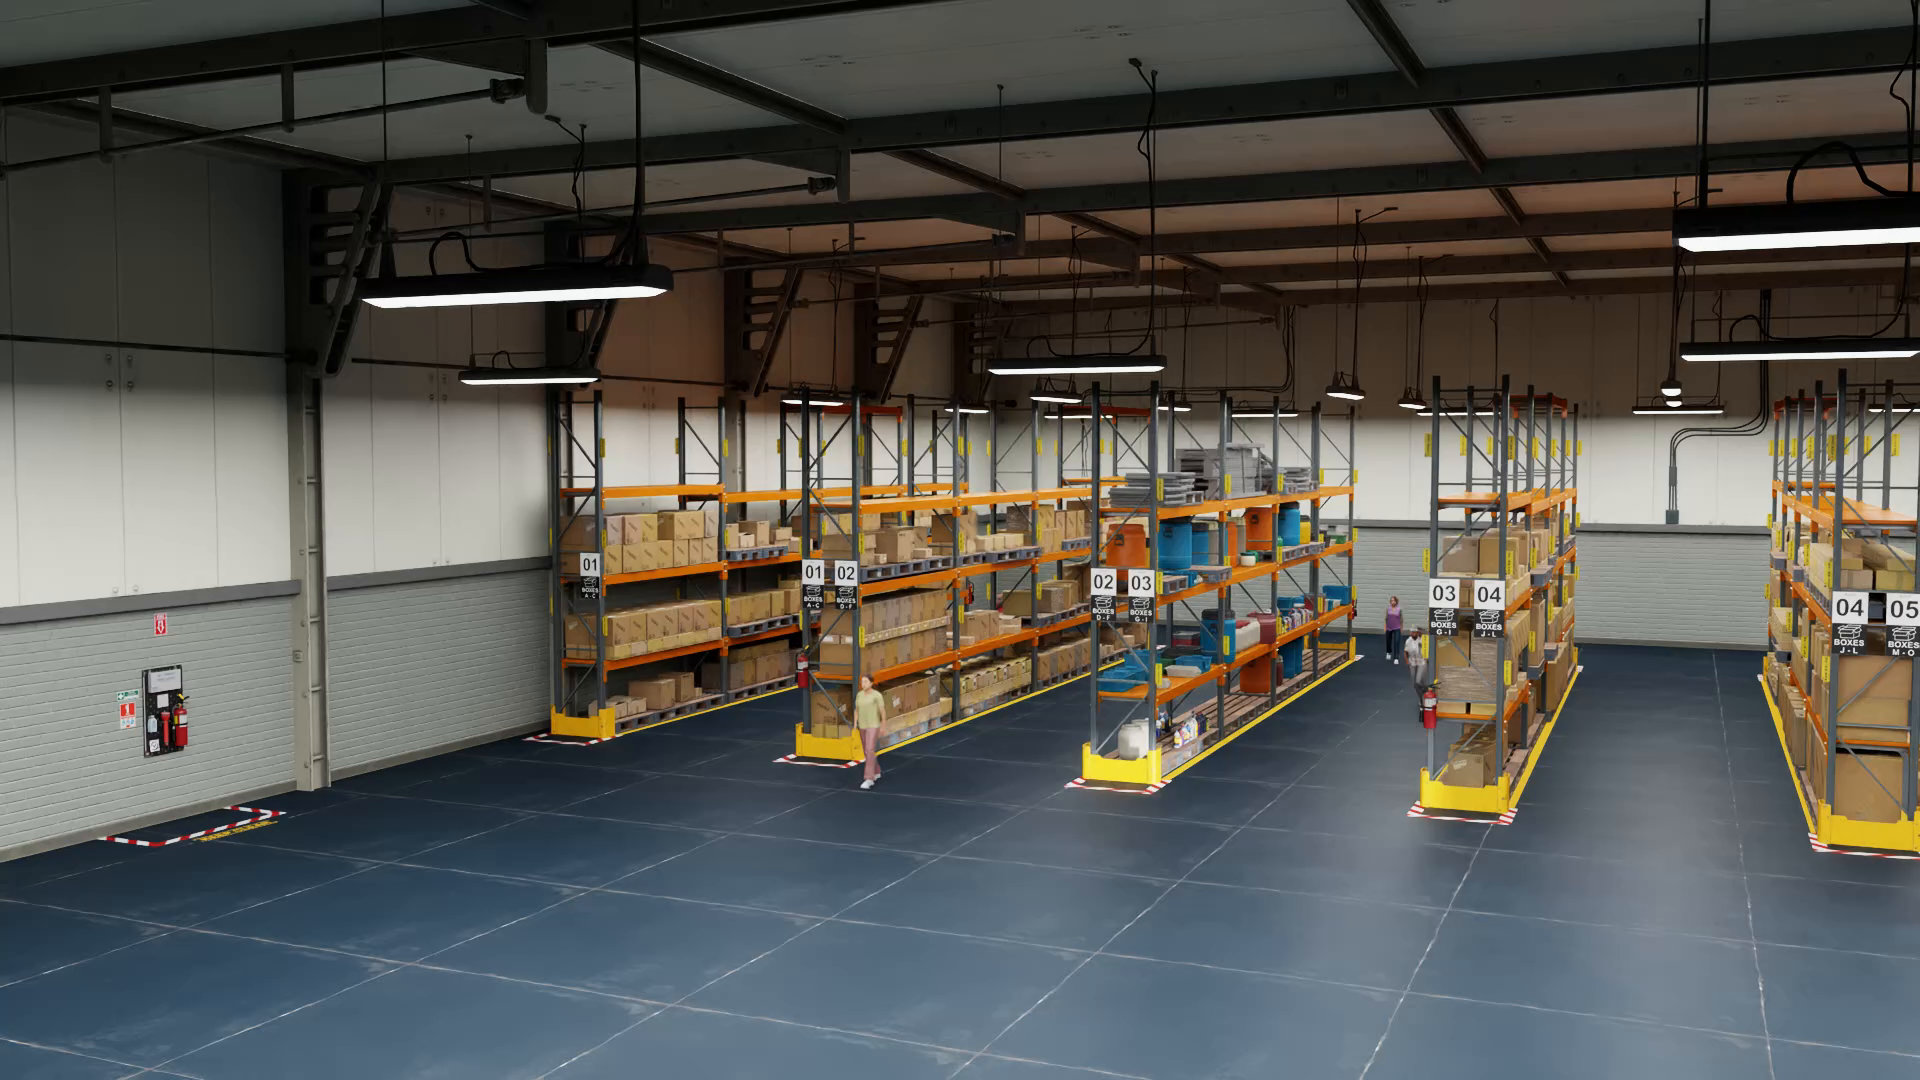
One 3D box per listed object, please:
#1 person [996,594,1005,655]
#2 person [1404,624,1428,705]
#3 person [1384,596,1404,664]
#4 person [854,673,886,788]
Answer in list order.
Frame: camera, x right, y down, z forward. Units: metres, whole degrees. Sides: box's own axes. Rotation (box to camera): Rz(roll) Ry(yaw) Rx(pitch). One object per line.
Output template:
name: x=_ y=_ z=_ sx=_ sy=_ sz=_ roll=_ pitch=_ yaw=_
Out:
person: x=0.899 y=2.065 z=37.731 sx=0.582 sy=1.662 sz=1.078 roll=1 pitch=3 yaw=21
person: x=8.945 y=2.422 z=32.266 sx=0.628 sy=1.602 sz=0.729 roll=2 pitch=4 yaw=35
person: x=10.085 y=2.071 z=38.657 sx=0.447 sy=1.552 sz=0.888 roll=1 pitch=3 yaw=14
person: x=-1.371 y=2.807 z=24.744 sx=0.552 sy=1.641 sz=0.833 roll=2 pitch=4 yaw=37
